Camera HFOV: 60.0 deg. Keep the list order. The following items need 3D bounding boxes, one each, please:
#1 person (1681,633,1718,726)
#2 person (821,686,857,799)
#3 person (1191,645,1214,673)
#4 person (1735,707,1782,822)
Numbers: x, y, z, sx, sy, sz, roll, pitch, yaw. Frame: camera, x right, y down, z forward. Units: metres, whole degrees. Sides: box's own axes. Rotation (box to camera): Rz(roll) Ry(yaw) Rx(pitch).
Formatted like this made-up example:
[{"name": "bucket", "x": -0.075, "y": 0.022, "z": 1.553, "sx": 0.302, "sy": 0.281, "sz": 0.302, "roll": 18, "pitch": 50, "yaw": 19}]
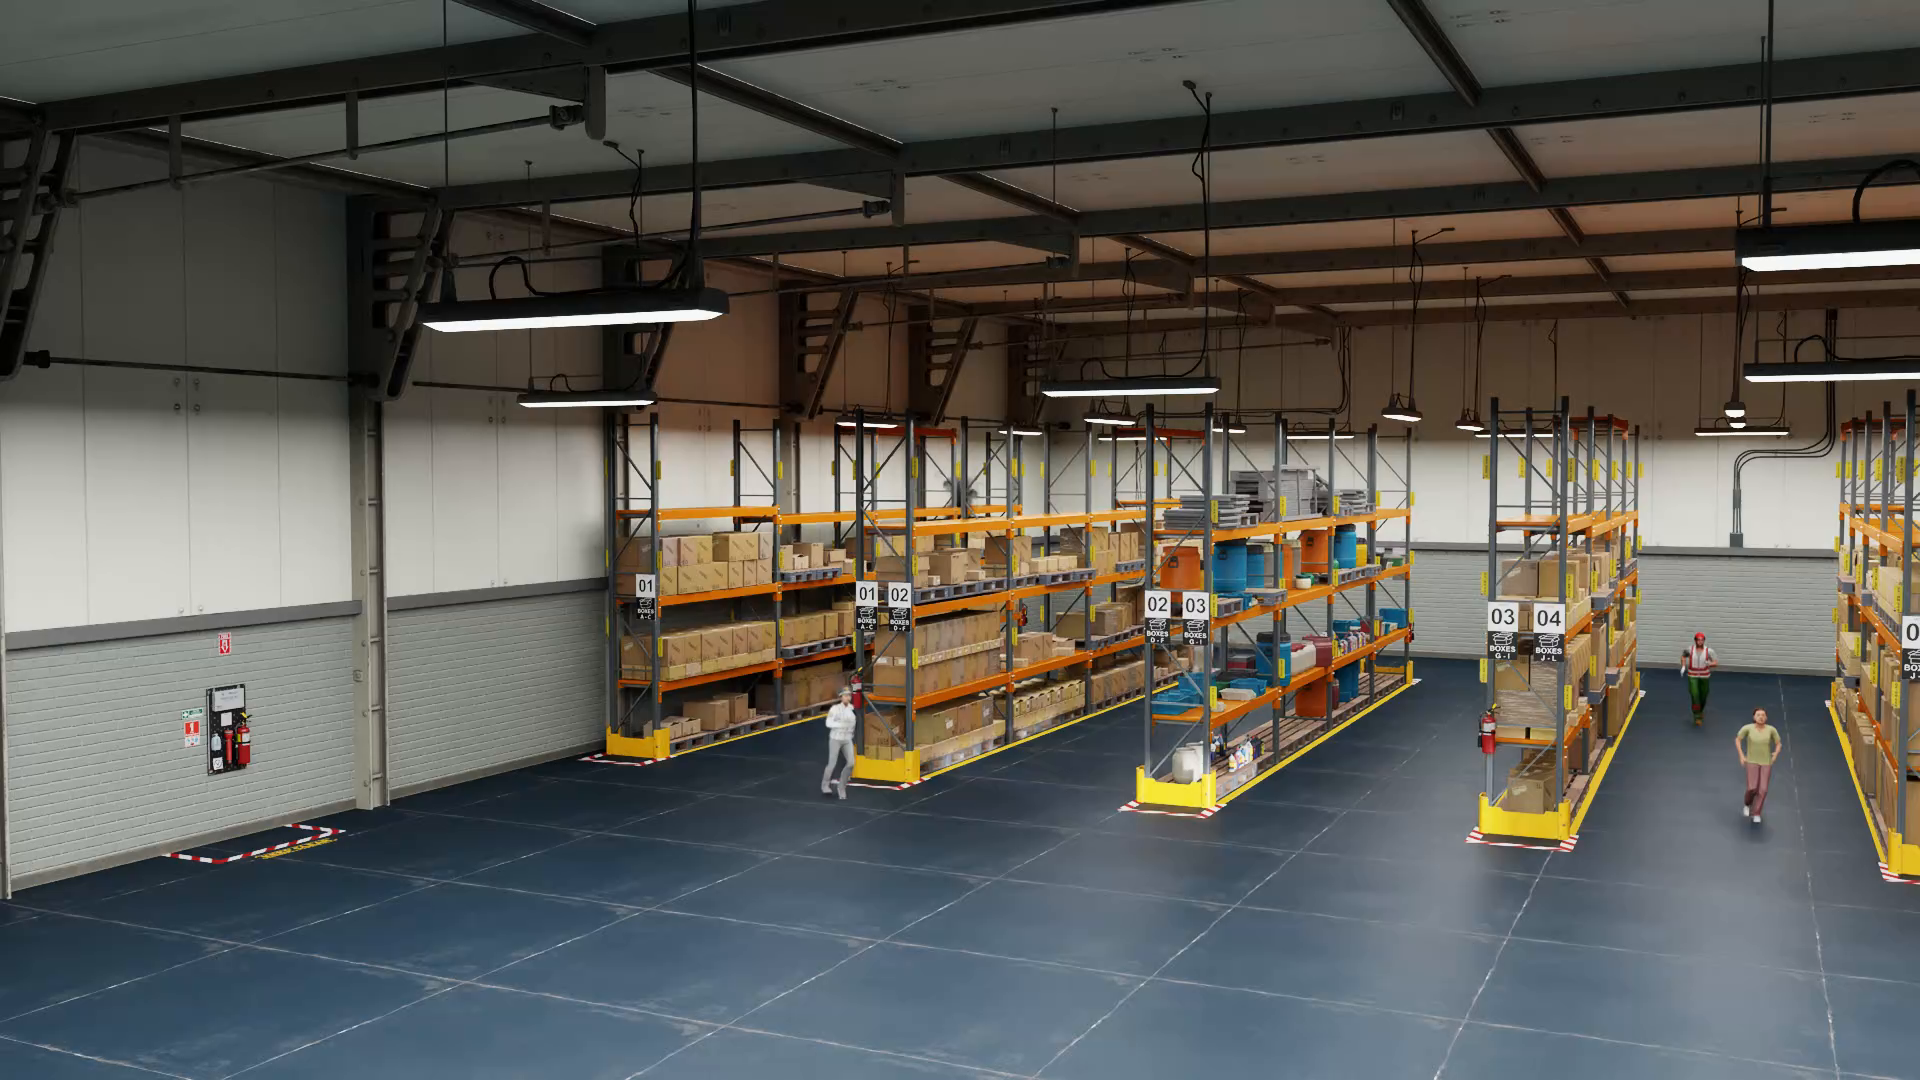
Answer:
[{"name": "person", "x": 14.506, "y": 2.698, "z": 32.635, "sx": 0.663, "sy": 1.777, "sz": 1.005, "roll": 1, "pitch": 3, "yaw": 21}, {"name": "person", "x": -1.794, "y": 3.100, "z": 25.465, "sx": 0.612, "sy": 1.738, "sz": 0.703, "roll": -2, "pitch": 3, "yaw": -32}, {"name": "person", "x": 5.104, "y": 2.707, "z": 35.071, "sx": 0.547, "sy": 1.688, "sz": 0.762, "roll": 1, "pitch": 3, "yaw": 22}, {"name": "person", "x": 11.363, "y": 3.189, "z": 23.630, "sx": 0.591, "sy": 1.638, "sz": 0.530, "roll": 1, "pitch": 2, "yaw": 16}]
